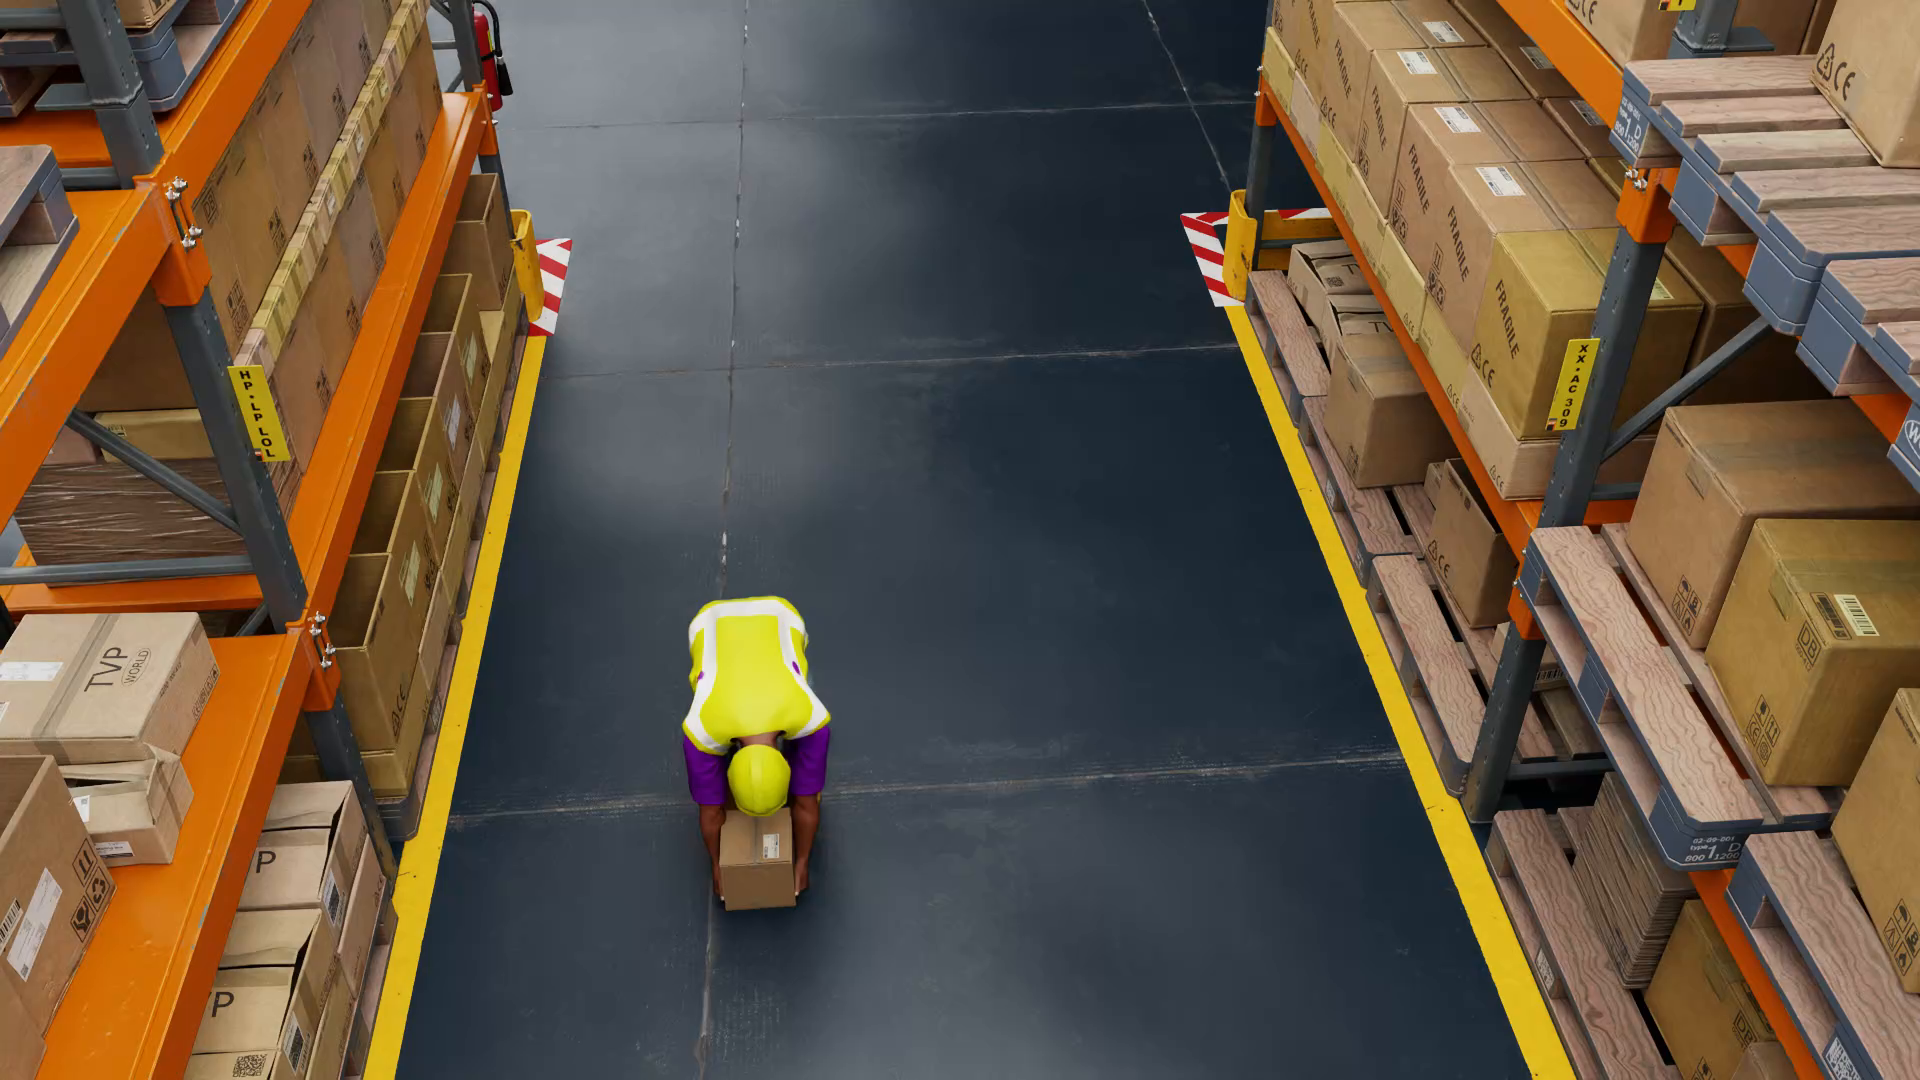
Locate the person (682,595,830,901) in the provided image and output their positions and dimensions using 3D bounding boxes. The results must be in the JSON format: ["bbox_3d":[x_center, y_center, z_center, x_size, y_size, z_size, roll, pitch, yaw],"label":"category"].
[{"bbox_3d":[-0.717,0.737,5.969,0.511,0.864,0.980,-4,39,-5],"label":"person"}]
